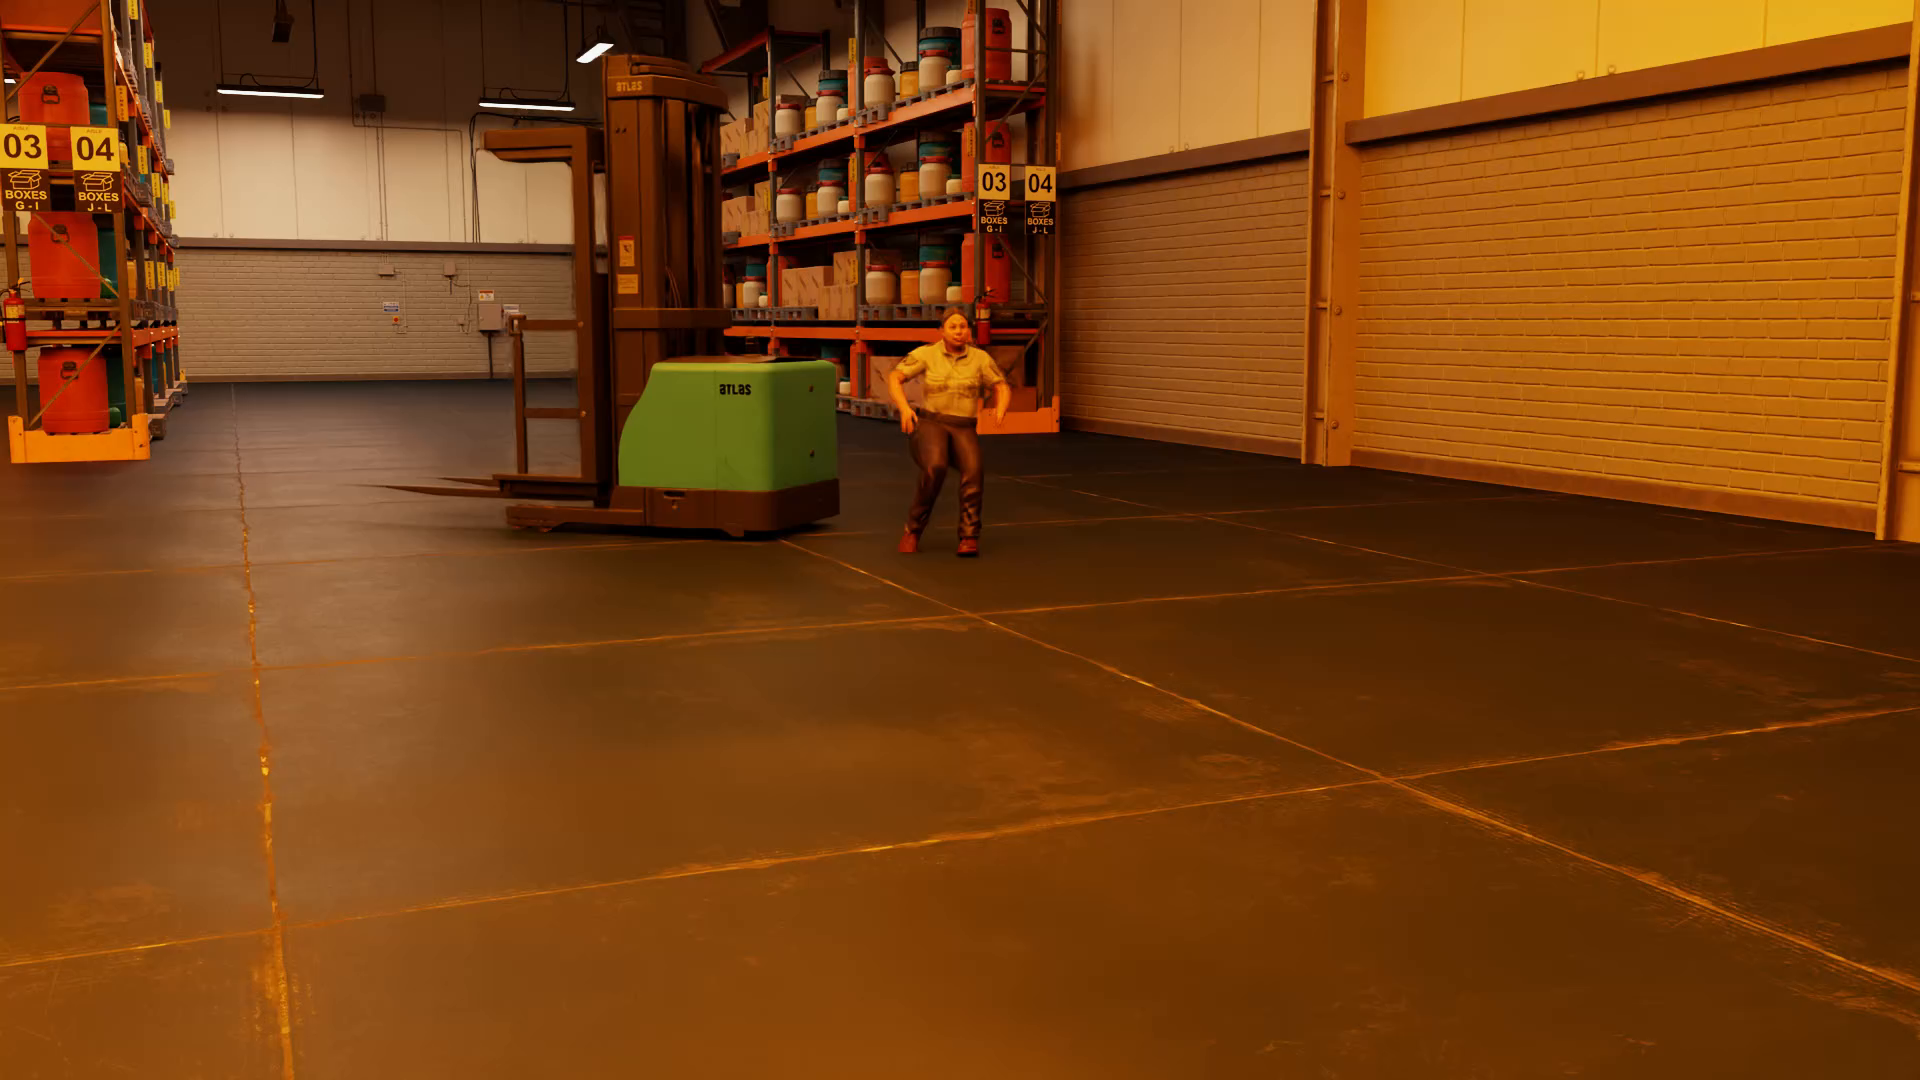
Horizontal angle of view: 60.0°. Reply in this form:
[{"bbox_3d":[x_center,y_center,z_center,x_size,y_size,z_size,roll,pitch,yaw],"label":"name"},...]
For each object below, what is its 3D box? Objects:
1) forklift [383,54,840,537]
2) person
[{"bbox_3d":[-2.358,-1.565,10.808,3.031,2.935,1.130,3,8,21],"label":"forklift"},{"bbox_3d":[-0.015,-0.632,9.694,0.778,1.448,0.804,-2,8,-17],"label":"person"}]
